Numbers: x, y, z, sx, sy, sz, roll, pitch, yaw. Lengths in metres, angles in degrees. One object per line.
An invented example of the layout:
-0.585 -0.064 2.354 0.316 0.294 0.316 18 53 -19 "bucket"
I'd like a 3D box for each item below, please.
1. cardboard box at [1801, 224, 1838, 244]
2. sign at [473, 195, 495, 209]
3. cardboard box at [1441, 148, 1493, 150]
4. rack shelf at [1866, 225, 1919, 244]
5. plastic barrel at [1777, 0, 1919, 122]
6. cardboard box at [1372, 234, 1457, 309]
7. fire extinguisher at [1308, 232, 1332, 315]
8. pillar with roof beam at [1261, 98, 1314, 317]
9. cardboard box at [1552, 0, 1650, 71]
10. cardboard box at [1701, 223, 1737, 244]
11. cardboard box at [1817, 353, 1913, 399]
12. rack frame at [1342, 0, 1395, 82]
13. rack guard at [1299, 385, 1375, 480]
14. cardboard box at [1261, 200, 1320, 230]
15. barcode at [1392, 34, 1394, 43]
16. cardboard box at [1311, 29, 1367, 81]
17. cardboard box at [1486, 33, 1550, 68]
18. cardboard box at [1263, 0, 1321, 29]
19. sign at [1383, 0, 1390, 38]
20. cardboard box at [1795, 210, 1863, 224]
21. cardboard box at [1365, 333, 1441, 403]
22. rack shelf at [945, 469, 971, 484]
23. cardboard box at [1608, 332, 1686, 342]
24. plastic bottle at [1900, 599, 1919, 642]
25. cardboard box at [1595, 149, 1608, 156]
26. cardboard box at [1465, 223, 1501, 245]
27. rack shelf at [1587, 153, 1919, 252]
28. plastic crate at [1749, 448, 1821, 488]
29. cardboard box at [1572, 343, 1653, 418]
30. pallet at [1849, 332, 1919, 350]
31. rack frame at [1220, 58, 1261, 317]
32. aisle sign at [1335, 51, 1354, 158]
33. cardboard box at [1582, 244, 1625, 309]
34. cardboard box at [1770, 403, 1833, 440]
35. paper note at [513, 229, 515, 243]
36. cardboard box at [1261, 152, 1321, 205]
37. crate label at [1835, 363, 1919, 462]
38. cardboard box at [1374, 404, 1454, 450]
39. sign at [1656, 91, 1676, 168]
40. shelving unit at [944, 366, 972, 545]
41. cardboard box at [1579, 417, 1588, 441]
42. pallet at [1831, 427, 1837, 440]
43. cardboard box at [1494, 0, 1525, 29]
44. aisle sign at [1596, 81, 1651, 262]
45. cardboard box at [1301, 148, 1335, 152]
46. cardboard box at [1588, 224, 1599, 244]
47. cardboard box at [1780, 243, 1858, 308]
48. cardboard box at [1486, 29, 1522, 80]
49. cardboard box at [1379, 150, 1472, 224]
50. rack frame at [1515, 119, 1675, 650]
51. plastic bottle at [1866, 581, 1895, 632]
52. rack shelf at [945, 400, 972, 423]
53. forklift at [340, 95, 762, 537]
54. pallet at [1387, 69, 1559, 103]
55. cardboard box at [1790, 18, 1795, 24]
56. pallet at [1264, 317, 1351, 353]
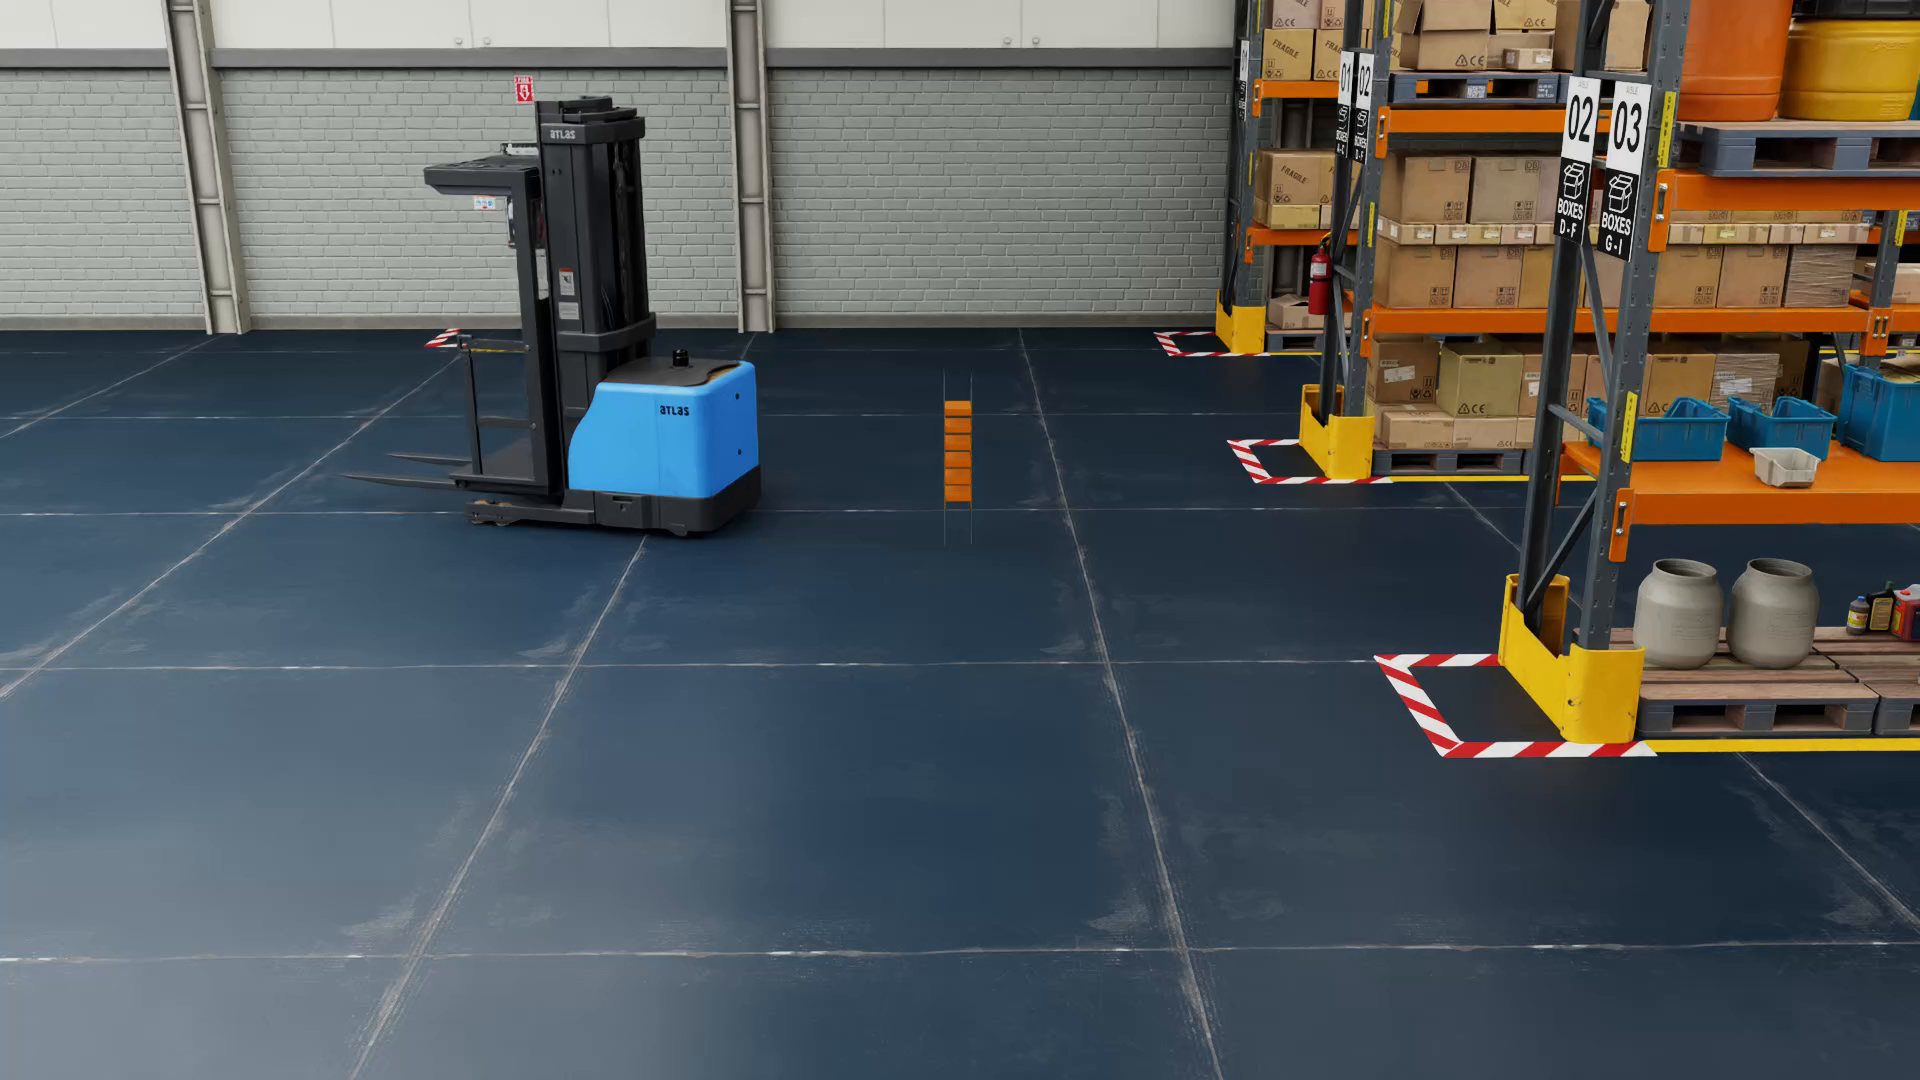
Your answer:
6.558 -2.389 12.860 0.250 0.149 0.380 -1 18 -2 "cardboard box"
-5.347 -3.878 18.668 0.234 0.329 0.001 0 18 -1 "sign"
5.503 -3.968 17.991 0.500 0.500 0.500 0 18 1 "cardboard box"
8.991 -3.280 18.040 4.000 0.370 1.077 0 18 -1 "rack shelf"
4.286 -2.330 7.995 0.600 0.588 0.600 0 18 0 "plastic barrel"
3.541 -2.127 13.103 0.500 0.500 0.700 0 18 -1 "cardboard box"
2.949 -2.185 13.576 0.183 0.674 0.296 0 18 -1 "fire extinguisher"
3.746 -5.403 13.659 0.400 9.000 9.100 0 18 -1 "pillar with roof beam"
4.739 -3.748 12.330 0.500 0.500 0.500 0 18 -1 "cardboard box"
5.788 -2.386 12.848 0.250 0.149 0.380 0 18 -1 "cardboard box"
7.474 -1.347 13.733 0.500 0.311 0.500 0 18 -1 "cardboard box"
3.074 -4.938 12.207 0.127 3.000 1.000 0 18 -1 "rack frame"
3.050 -0.891 13.505 0.348 0.500 1.175 0 18 -1 "rack guard"
3.485 -3.437 17.565 0.500 0.250 0.500 -1 18 -2 "cardboard box"
3.368 -3.934 13.041 0.075 0.075 0.001 0 18 -1 "barcode"
3.868 -4.996 17.105 0.500 0.500 0.500 1 18 3 "cardboard box"
4.221 -3.791 12.871 0.500 0.250 0.500 0 18 -1 "cardboard box"
3.381 -5.483 16.985 0.500 0.500 0.500 -2 18 -5 "cardboard box"
3.077 -3.794 11.991 0.005 0.325 0.100 0 18 -1 "sign"
6.630 -2.761 12.958 0.500 0.500 0.700 0 18 -1 "cardboard box"
3.606 -1.422 13.656 0.500 0.500 0.500 0 18 -1 "cardboard box"
-0.014 -0.415 11.414 0.180 0.103 0.258 0 18 -1 "rack shelf"
5.605 -1.436 13.701 0.500 0.500 0.500 0 18 -1 "cardboard box"
5.233 0.413 9.077 0.133 0.283 0.061 0 18 -1 "plastic bottle"
5.125 -2.754 12.935 0.500 0.500 0.700 0 18 -1 "cardboard box"
3.983 -2.376 12.819 0.250 0.149 0.380 0 18 -1 "cardboard box"
5.148 -1.663 8.089 4.000 0.370 1.077 0 18 -1 "rack shelf"
4.048 -0.349 8.155 0.250 0.136 0.298 0 18 -1 "plastic crate"
5.114 -1.270 13.181 0.500 0.500 0.500 0 18 -1 "cardboard box"
10.210 -2.301 18.376 1.213 0.211 1.003 0 18 -1 "pallet"
2.992 -3.594 17.840 0.127 3.000 1.000 0 18 -1 "rack frame"
3.004 -3.408 13.005 0.004 0.787 0.394 0 18 -1 "aisle sign"
5.089 -2.135 13.129 0.500 0.500 0.700 0 18 1 "cardboard box"
6.613 -0.922 13.325 0.500 0.250 0.500 0 18 -1 "cardboard box"
-4.970 -3.433 18.781 0.142 0.148 0.016 0 18 -1 "paper note"
3.474 -3.800 17.466 0.500 0.500 0.500 0 18 -1 "cardboard box"
4.985 -0.676 8.687 0.616 0.435 0.502 0 18 -1 "crate label"
3.614 -0.906 13.276 0.500 0.250 0.500 0 18 -1 "cardboard box"
3.153 -1.833 7.424 0.005 0.325 0.100 0 18 -1 "sign"
-0.014 -0.571 11.364 0.189 1.200 0.258 0 18 -1 "shelving unit"
5.114 -0.913 13.297 0.500 0.250 0.500 0 18 -1 "cardboard box"
7.810 -0.788 13.658 1.213 0.211 1.003 0 18 -1 "pallet"
5.425 -5.478 16.969 0.500 0.500 0.500 -1 18 -3 "cardboard box"
3.081 -1.716 7.731 0.004 0.787 0.394 0 18 -1 "aisle sign"
3.964 -3.956 17.953 0.500 0.500 0.500 0 18 0 "cardboard box"
4.758 -2.380 12.832 0.250 0.149 0.380 -1 18 -2 "cardboard box"
6.630 -2.144 13.156 0.500 0.500 0.700 -1 18 -2 "cardboard box"
5.431 -5.008 17.141 0.500 0.500 0.500 -1 18 -3 "cardboard box"
3.594 -2.745 12.906 0.500 0.500 0.700 0 18 -1 "cardboard box"
3.149 -0.568 8.408 0.127 3.000 1.000 0 18 -1 "rack frame"
5.095 0.367 9.220 0.133 0.283 0.061 0 18 0 "plastic bottle"
-0.014 -0.872 11.268 0.180 0.103 0.258 0 18 -1 "rack shelf"
-3.047 -1.646 11.881 3.031 2.935 1.130 5 18 14 "forklift"
3.782 -3.463 12.665 1.213 0.211 1.003 0 18 -1 "pallet"
6.566 -3.921 12.868 0.500 0.500 0.500 1 18 4 "cardboard box"
3.881 -2.260 18.246 1.213 0.211 1.003 0 18 -1 "pallet"
